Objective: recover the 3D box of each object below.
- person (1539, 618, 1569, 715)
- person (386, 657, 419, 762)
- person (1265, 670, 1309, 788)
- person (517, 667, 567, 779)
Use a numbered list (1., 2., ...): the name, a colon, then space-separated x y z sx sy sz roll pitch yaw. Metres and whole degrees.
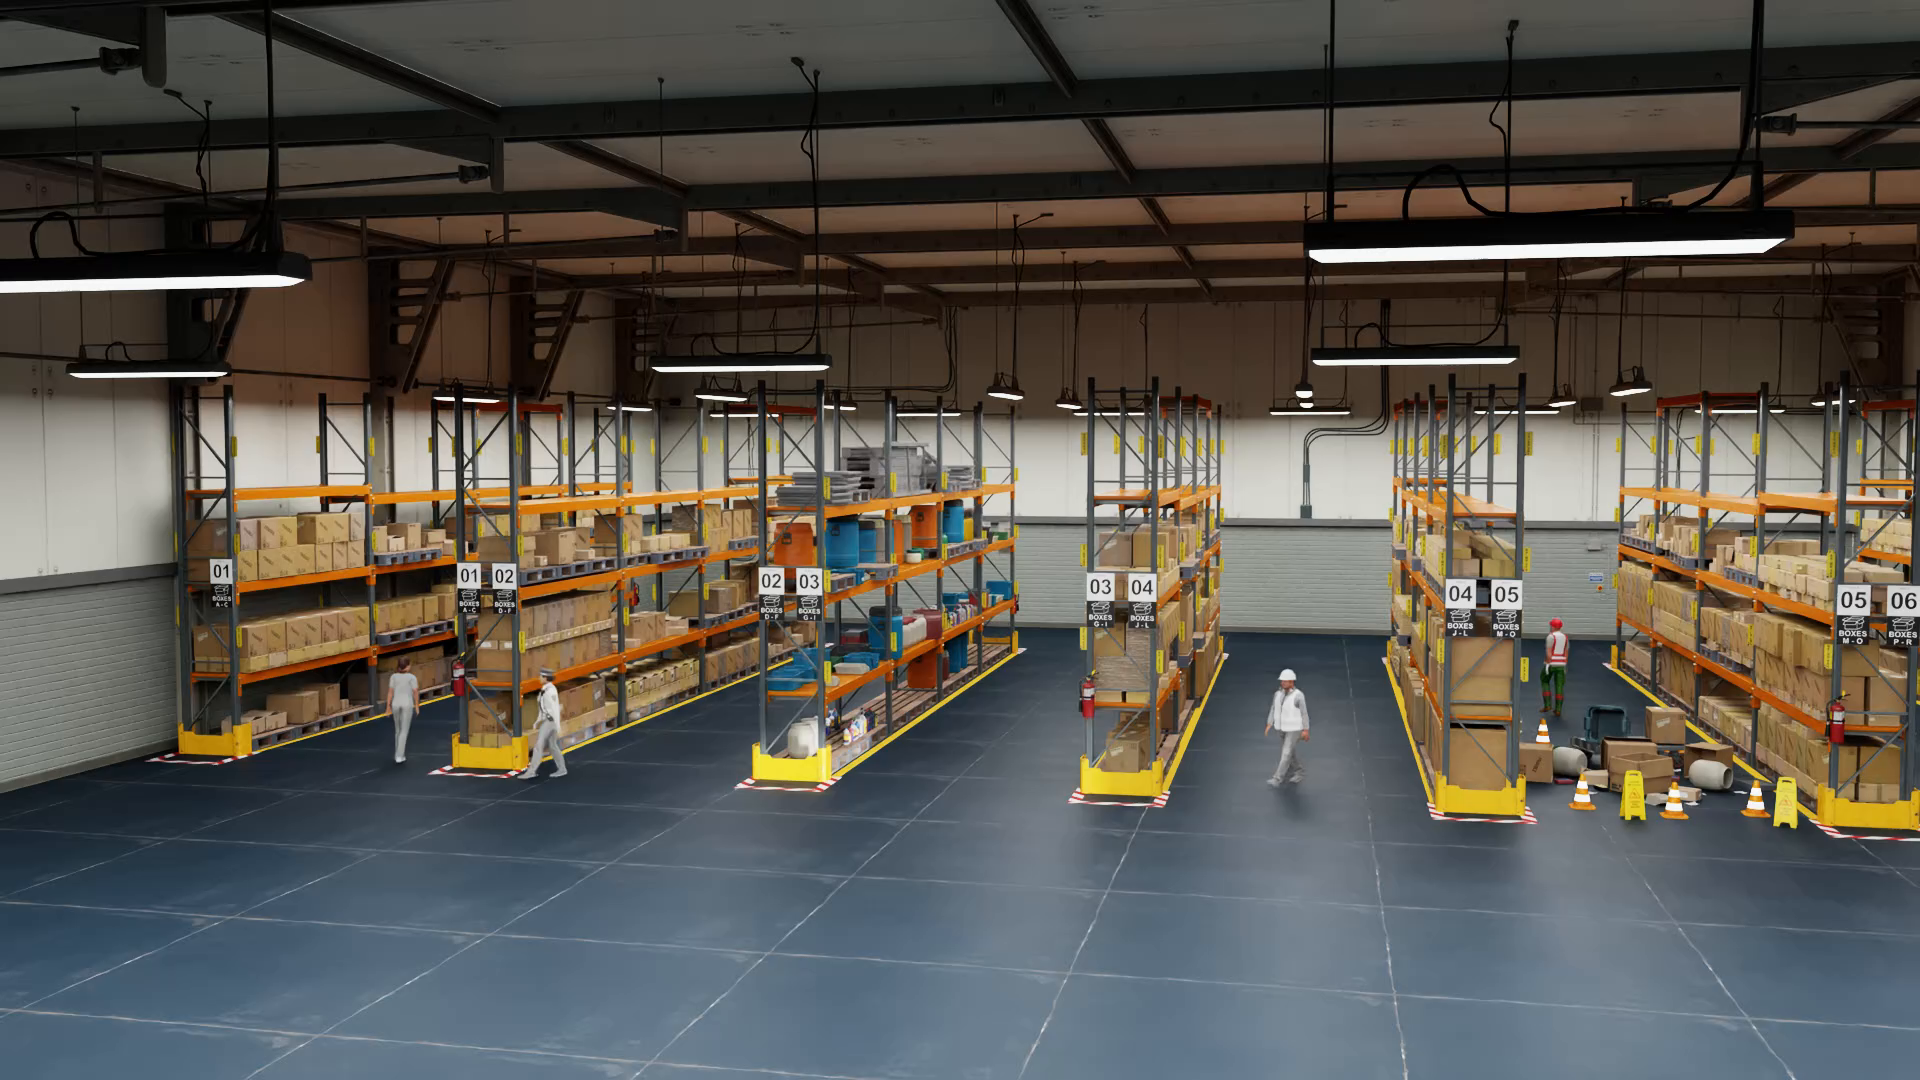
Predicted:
1. person: 11.169 2.378 31.119 0.511 1.807 0.537 0 3 3
2. person: -8.868 2.709 26.487 0.491 1.697 0.683 0 3 -2
3. person: 4.755 2.756 24.422 1.076 1.709 0.564 -2 4 -36
4. person: -6.322 2.761 25.080 0.740 1.669 0.586 -1 3 -19
